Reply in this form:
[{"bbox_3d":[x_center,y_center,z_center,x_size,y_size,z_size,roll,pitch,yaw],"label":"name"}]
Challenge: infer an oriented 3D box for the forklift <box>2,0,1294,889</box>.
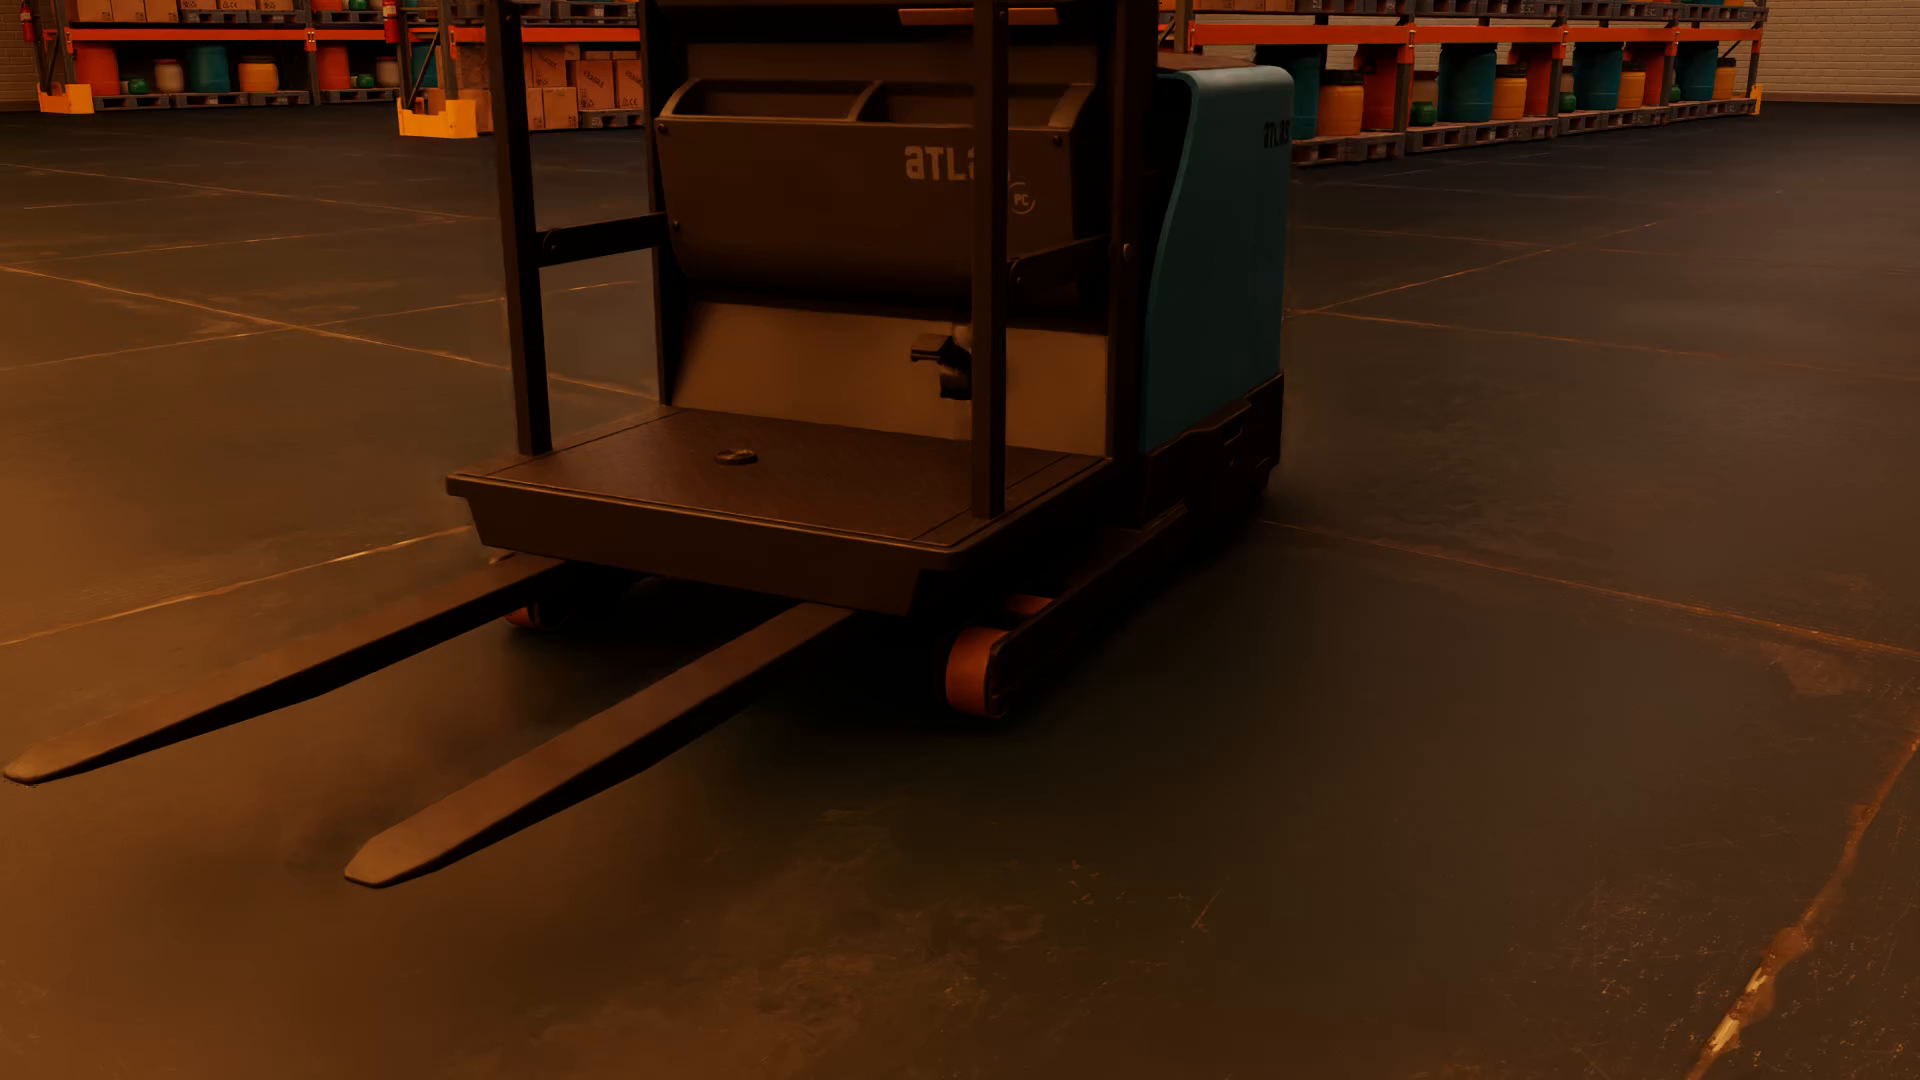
[{"bbox_3d":[-0.275,-1.234,2.960,1.130,2.935,3.031,8,19,26],"label":"forklift"}]
